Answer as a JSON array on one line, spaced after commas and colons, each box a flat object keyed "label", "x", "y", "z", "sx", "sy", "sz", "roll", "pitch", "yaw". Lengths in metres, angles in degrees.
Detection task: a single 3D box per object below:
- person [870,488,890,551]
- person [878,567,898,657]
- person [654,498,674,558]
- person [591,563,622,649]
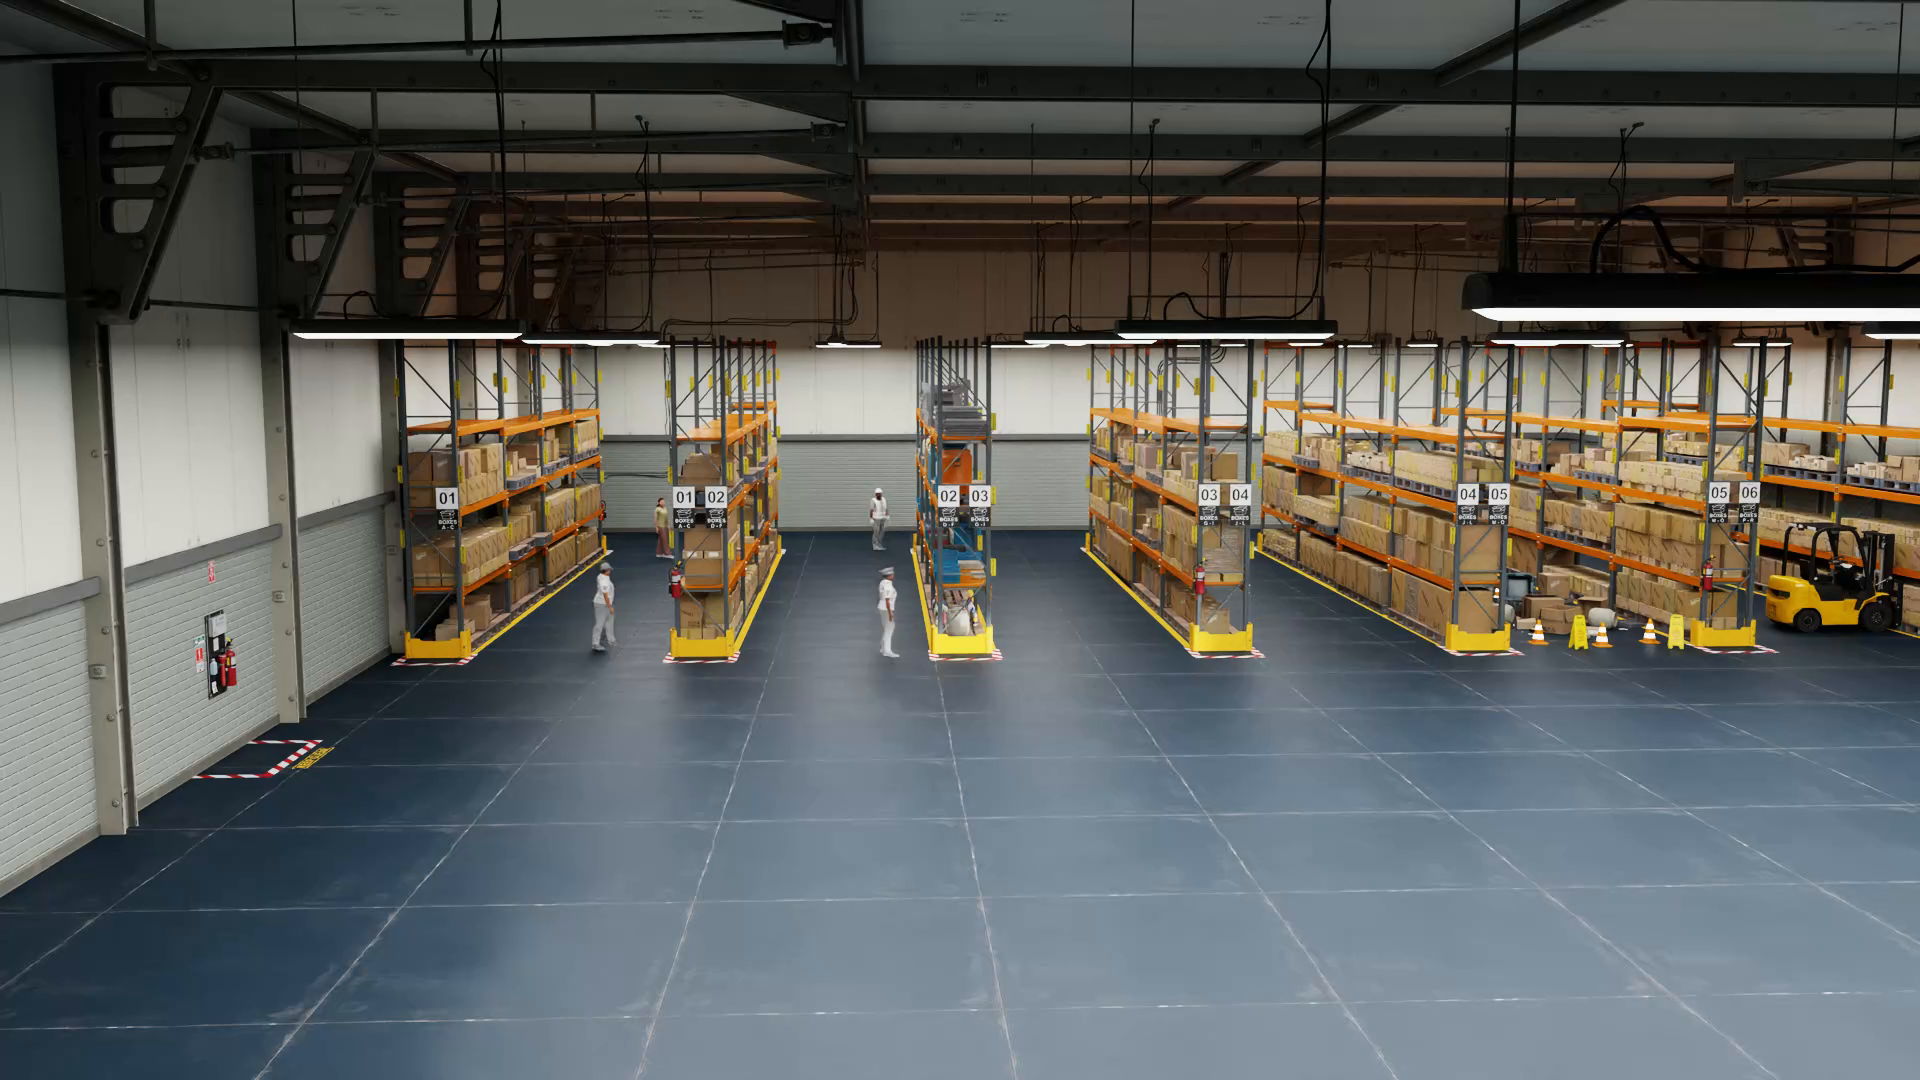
[{"label": "person", "x": -2.304, "y": -0.580, "z": 47.864, "sx": 0.447, "sy": 1.832, "sz": 0.556, "roll": 5, "pitch": 8, "yaw": 35}, {"label": "person", "x": -1.369, "y": 1.382, "z": 31.312, "sx": 0.357, "sy": 1.760, "sz": 0.543, "roll": -1, "pitch": 7, "yaw": -10}, {"label": "person", "x": -8.140, "y": -0.343, "z": 46.095, "sx": 0.614, "sy": 1.671, "sz": 0.446, "roll": 1, "pitch": 7, "yaw": 7}, {"label": "person", "x": -6.849, "y": 1.274, "z": 32.100, "sx": 0.530, "sy": 1.699, "sz": 0.657, "roll": 0, "pitch": 7, "yaw": -4}]
